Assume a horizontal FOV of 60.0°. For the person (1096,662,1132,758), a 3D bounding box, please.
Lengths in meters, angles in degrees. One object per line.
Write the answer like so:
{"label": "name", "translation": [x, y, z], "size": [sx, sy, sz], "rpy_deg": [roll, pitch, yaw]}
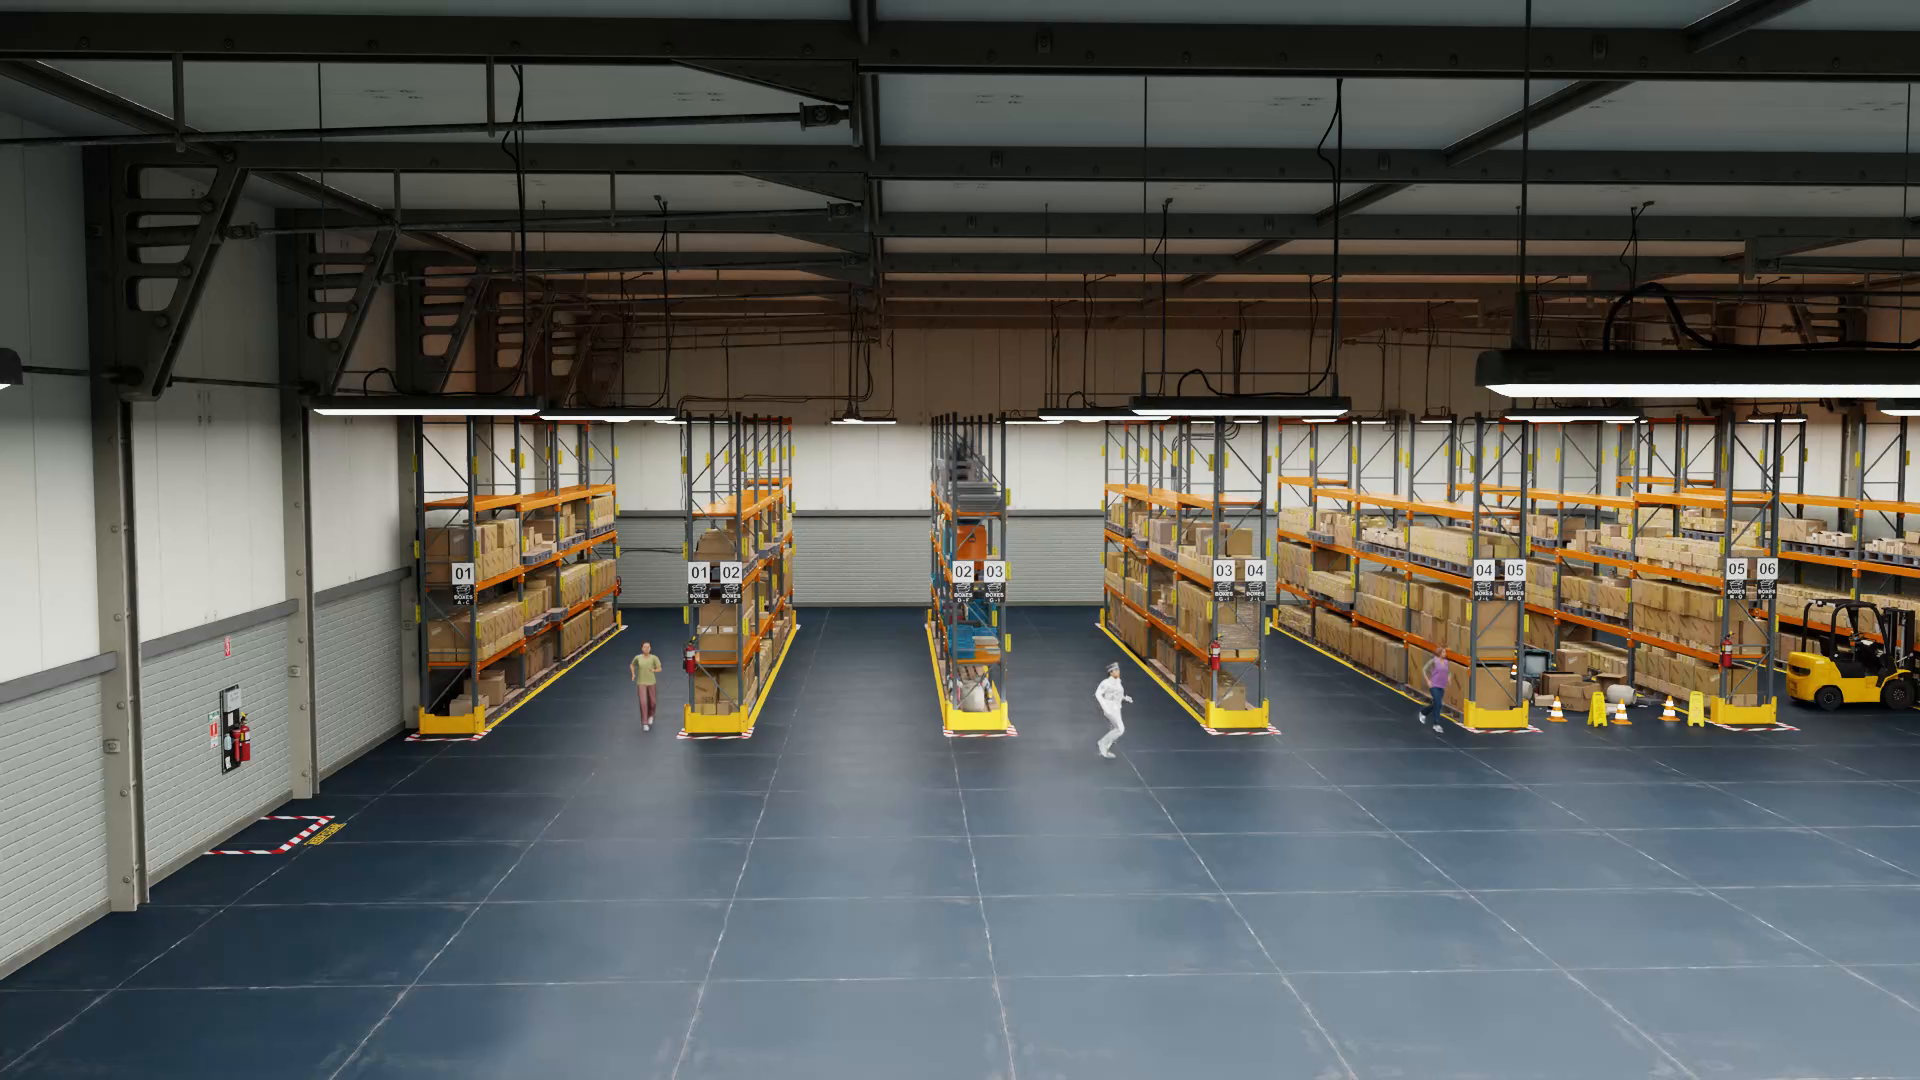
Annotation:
{"label": "person", "translation": [2.695, 2.936, 28.728], "size": [0.542, 1.661, 0.598], "rpy_deg": [2, 5, 31]}

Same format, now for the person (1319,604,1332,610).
{"label": "person", "translation": [10.647, 1.607, 48.395], "size": [0.617, 1.651, 0.696], "rpy_deg": [4, 5, 43]}

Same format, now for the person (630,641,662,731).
{"label": "person", "translation": [-5.937, 2.736, 31.483], "size": [0.579, 1.643, 0.920], "rpy_deg": [-1, 4, -13]}

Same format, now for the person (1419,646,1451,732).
{"label": "person", "translation": [9.035, 2.803, 31.539], "size": [0.571, 1.585, 0.710], "rpy_deg": [-2, 4, -25]}
